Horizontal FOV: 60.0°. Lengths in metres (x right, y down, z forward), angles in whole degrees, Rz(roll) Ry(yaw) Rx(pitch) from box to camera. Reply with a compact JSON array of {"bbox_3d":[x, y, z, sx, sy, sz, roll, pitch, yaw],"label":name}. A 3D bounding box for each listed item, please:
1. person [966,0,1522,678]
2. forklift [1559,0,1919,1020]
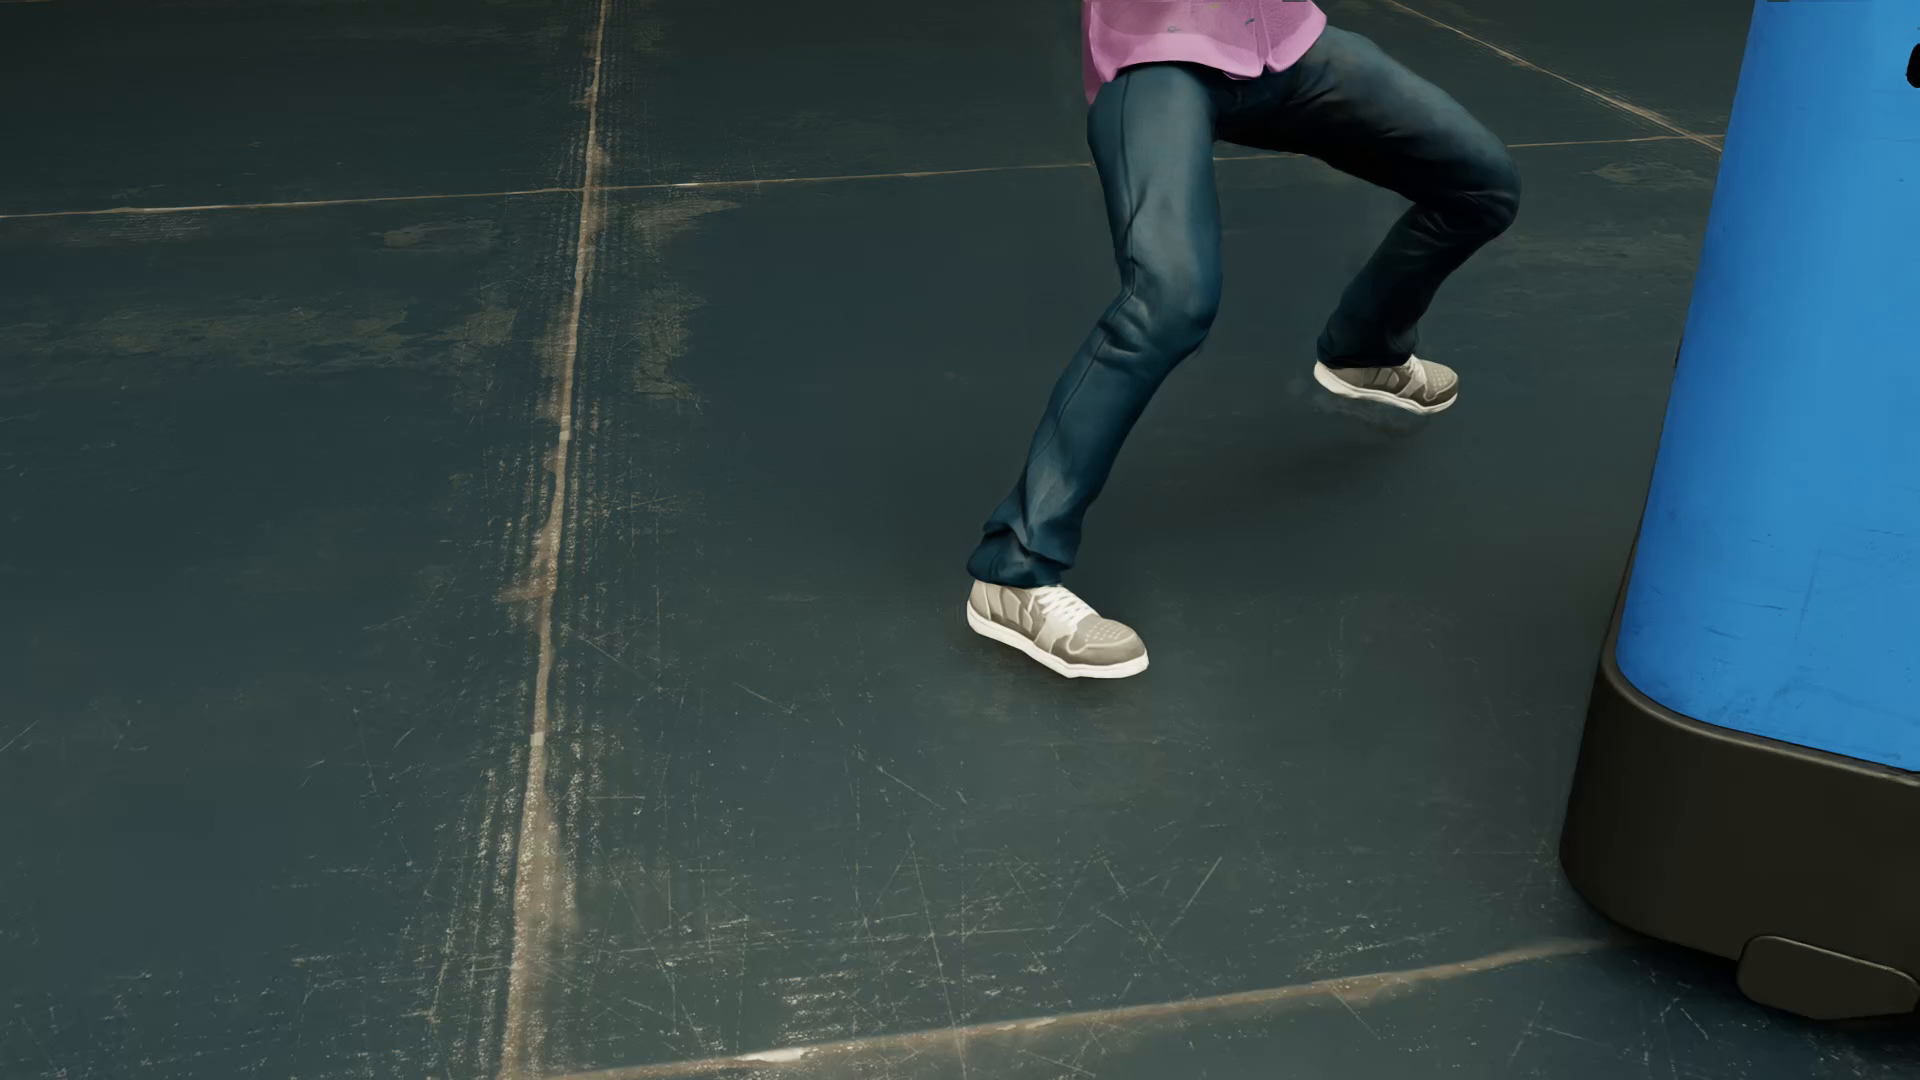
[{"bbox_3d":[0.443,-0.632,2.153,1.083,1.361,0.600,-16,32,-27],"label":"person"},{"bbox_3d":[2.171,-0.770,0.823,3.031,2.935,1.130,13,31,23],"label":"forklift"}]
